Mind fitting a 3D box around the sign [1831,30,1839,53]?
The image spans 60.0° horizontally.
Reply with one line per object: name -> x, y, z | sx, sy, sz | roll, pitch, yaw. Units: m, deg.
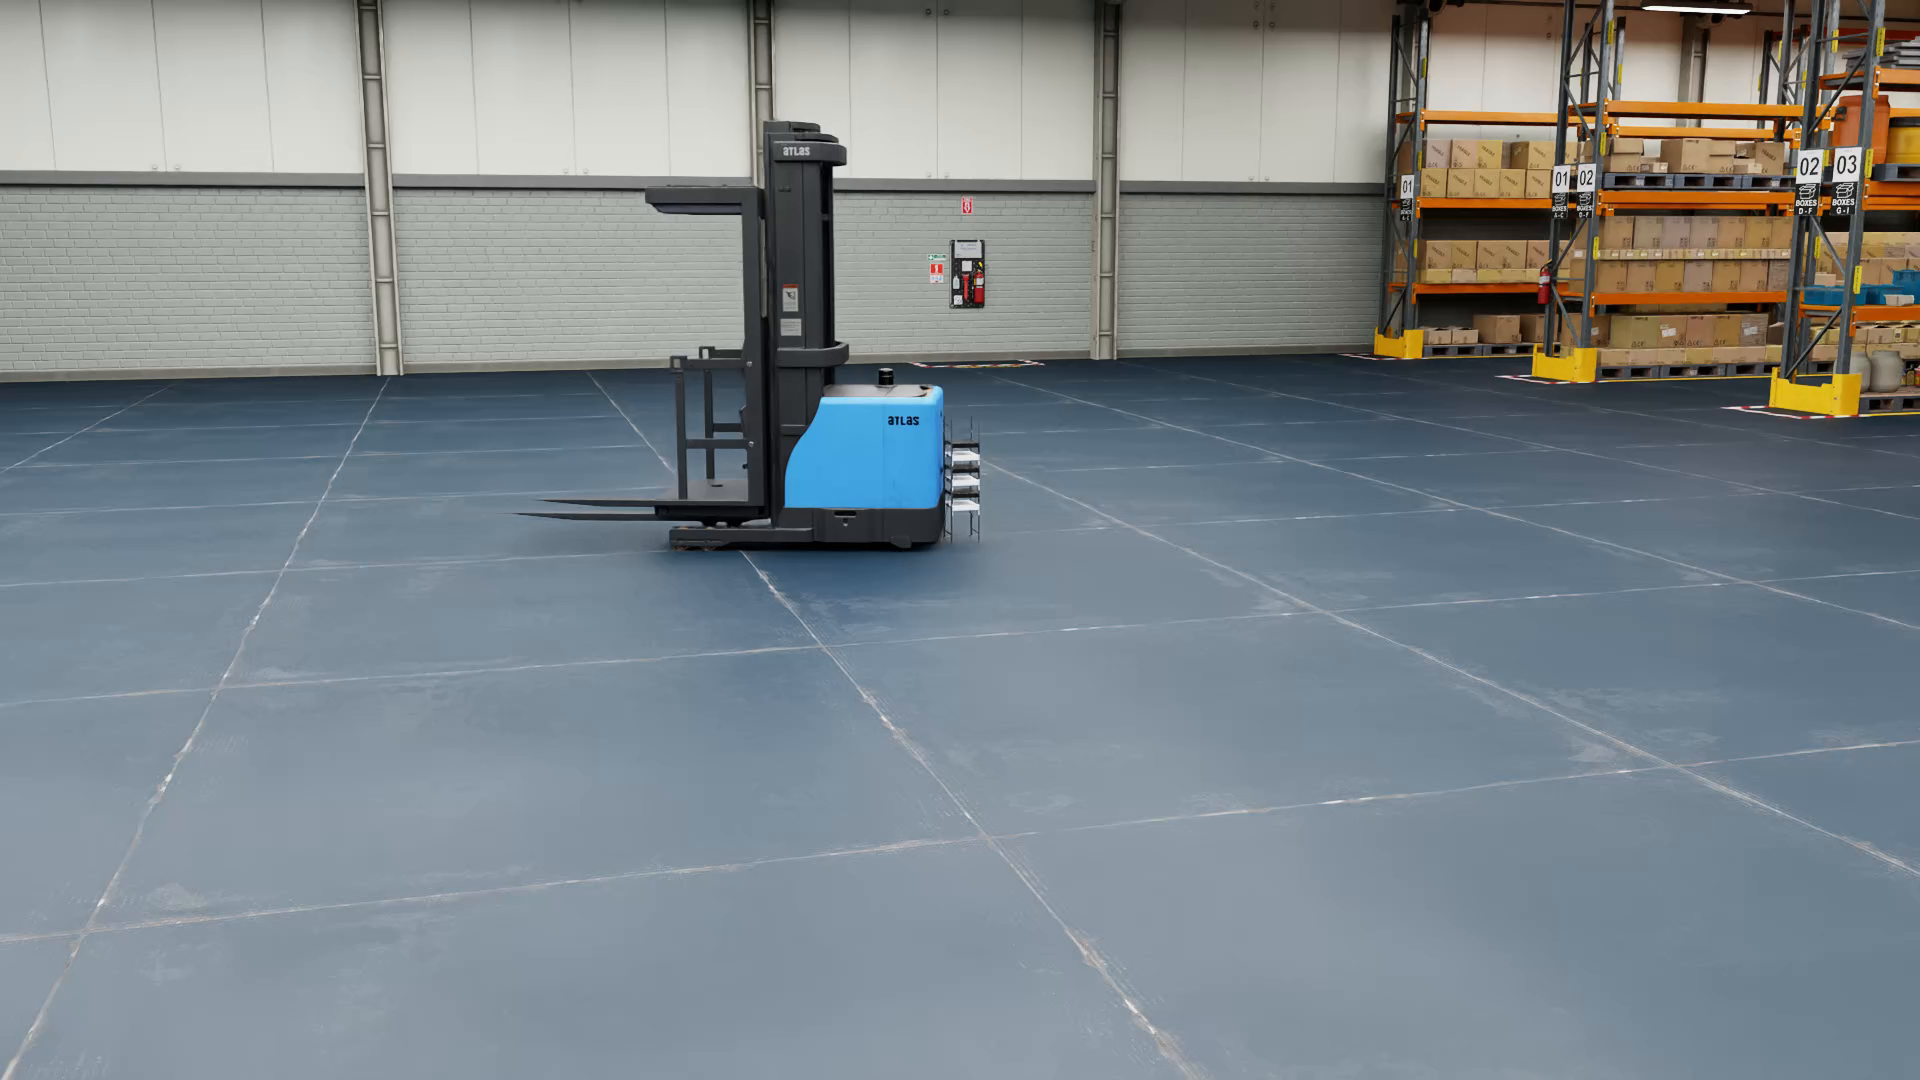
sign -> 13.233, -7.542, 25.145 | 0.005, 0.325, 0.100 | -3, 11, -16

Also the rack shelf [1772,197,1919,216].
rack shelf -> 15.022, -5.375, 26.661 | 4.000, 0.370, 1.077 | -3, 11, -16

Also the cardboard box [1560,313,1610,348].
cardboard box -> 9.693, -3.252, 25.790 | 0.500, 0.500, 0.500 | -3, 11, -16

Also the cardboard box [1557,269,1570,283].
cardboard box -> 10.863, -4.849, 30.461 | 0.500, 0.250, 0.500 | -3, 11, -16

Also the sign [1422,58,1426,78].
sign -> 8.024, -8.165, 28.748 | 0.005, 0.325, 0.100 | -3, 11, -16

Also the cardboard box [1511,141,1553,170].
cardboard box -> 10.286, -6.909, 29.914 | 0.500, 0.500, 0.500 | -3, 11, -18

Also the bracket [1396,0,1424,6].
bracket -> 8.004, -9.635, 29.586 | 0.430, 0.232, 0.235 | -3, 11, -16

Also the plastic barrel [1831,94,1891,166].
plastic barrel -> 11.073, -5.028, 20.445 | 0.708, 0.830, 0.600 | -3, 11, -16

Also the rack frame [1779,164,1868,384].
rack frame -> 10.642, -3.089, 20.540 | 0.127, 3.000, 1.000 | -3, 11, -16

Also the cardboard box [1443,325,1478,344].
cardboard box -> 9.110, -3.753, 30.360 | 0.500, 0.311, 0.500 | -2, 11, -11

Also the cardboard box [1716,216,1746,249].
cardboard box -> 11.711, -4.765, 25.786 | 0.500, 0.500, 0.700 | -3, 11, -16

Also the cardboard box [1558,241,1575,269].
cardboard box -> 10.868, -5.214, 30.374 | 0.500, 0.500, 0.500 | -3, 11, -16

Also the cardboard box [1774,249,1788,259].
cardboard box -> 12.662, -4.458, 25.907 | 0.250, 0.149, 0.380 | -3, 11, -17

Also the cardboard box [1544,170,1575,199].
cardboard box -> 10.808, -6.456, 30.213 | 0.500, 0.500, 0.500 | -4, 11, -21

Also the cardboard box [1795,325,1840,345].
cardboard box -> 13.568, -3.260, 26.356 | 0.500, 0.311, 0.500 | -3, 11, -16

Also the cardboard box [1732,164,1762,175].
cardboard box -> 12.020, -5.671, 25.429 | 0.250, 0.149, 0.380 | -3, 11, -16

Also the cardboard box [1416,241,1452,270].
cardboard box -> 8.415, -5.088, 29.686 | 0.500, 0.500, 0.500 | -3, 11, -16

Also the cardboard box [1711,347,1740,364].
cardboard box -> 11.759, -2.894, 25.915 | 0.500, 0.250, 0.500 | -3, 11, -16

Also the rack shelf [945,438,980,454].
rack shelf -> 0.011, -0.676, 11.924 | 0.200, 0.077, 0.258 | -3, 11, -14

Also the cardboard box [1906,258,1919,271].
cardboard box -> 15.336, -4.316, 26.932 | 0.500, 0.500, 0.500 | -4, 11, -19

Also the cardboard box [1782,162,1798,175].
cardboard box -> 15.995, -6.991, 31.959 | 0.500, 0.500, 0.700 | -4, 11, -20

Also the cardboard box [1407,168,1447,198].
cardboard box -> 8.264, -6.319, 29.468 | 0.500, 0.500, 0.500 | -3, 11, -14

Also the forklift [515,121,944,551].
forklift -> -1.644, -1.460, 11.882 | 3.031, 2.935, 1.130 | 0, 10, 3

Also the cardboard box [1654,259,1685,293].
cardboard box -> 10.694, -4.072, 25.605 | 0.500, 0.500, 0.700 | -3, 11, -16

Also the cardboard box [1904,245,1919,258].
cardboard box -> 18.535, -5.529, 32.641 | 0.500, 0.500, 0.500 | -3, 11, -15

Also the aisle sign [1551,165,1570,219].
aisle sign -> 9.116, -5.276, 25.242 | 0.004, 0.787, 0.394 | -3, 11, -16

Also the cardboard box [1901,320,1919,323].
cardboard box -> 15.855, -3.481, 27.559 | 0.500, 0.311, 0.500 | -3, 11, -17

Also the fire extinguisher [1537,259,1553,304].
fire extinguisher -> 9.018, -3.987, 25.631 | 0.183, 0.674, 0.296 | -3, 11, -16

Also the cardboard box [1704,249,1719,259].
cardboard box -> 11.427, -4.392, 25.550 | 0.250, 0.149, 0.380 | -3, 11, -14

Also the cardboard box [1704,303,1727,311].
cardboard box -> 14.312, -4.508, 31.868 | 0.500, 0.250, 0.500 | -3, 11, -15

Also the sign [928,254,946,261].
sign -> -0.394, -4.842, 28.499 | 0.331, 0.109, 0.001 | -3, 11, -16

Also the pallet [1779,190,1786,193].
pallet -> 16.157, -6.640, 32.067 | 1.003, 0.211, 1.213 | -2, 11, -13

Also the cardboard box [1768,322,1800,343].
cardboard box -> 13.410, -3.353, 26.860 | 0.500, 0.311, 0.500 | -3, 11, -16

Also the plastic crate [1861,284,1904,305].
plastic crate -> 11.664, -3.125, 21.147 | 0.408, 0.251, 0.499 | -3, 11, -16

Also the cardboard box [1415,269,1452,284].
cardboard box -> 8.430, -4.717, 29.741 | 0.500, 0.250, 0.500 | -3, 11, -18

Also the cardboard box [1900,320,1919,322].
cardboard box -> 18.807, -4.512, 33.049 | 0.750, 0.750, 0.750 | -3, 11, -15

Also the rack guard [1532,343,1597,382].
rack guard -> 9.238, -2.720, 25.438 | 0.348, 0.500, 1.175 | -3, 11, -16

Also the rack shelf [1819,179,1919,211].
rack shelf -> 12.562, -4.311, 20.883 | 4.000, 0.370, 1.077 | -3, 11, -16

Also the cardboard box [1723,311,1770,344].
cardboard box -> 12.569, -3.407, 26.629 | 0.500, 0.500, 0.500 | -3, 11, -16

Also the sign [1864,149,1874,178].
sign -> 10.791, -4.473, 19.747 | 0.005, 0.325, 0.100 | -3, 11, -16

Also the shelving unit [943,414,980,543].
shelving unit -> 0.011, -0.443, 11.967 | 0.210, 0.900, 0.258 | -3, 11, -14

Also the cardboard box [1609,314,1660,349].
cardboard box -> 10.318, -3.187, 25.438 | 0.500, 0.500, 0.500 | -3, 11, -16

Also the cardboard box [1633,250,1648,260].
cardboard box -> 10.191, -4.327, 25.197 | 0.250, 0.149, 0.380 | -3, 11, -16

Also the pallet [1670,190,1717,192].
pallet -> 13.331, -6.462, 31.097 | 1.003, 0.211, 1.213 | -3, 11, -16

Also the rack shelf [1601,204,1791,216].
rack shelf -> 13.634, -6.236, 31.338 | 4.000, 0.370, 1.077 | -3, 11, -16

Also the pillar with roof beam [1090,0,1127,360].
pillar with roof beam -> 3.746, -6.895, 24.647 | 0.548, 9.000, 9.100 | -3, 11, -16

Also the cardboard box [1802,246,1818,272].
cardboard box -> 16.092, -5.401, 31.948 | 0.500, 0.500, 0.500 | -3, 11, -14

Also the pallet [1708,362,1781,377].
pallet -> 12.326, -2.748, 26.391 | 1.213, 0.211, 1.003 | -3, 11, -16

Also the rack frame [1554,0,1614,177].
rack frame -> 9.261, -6.901, 24.675 | 0.127, 3.000, 1.000 | -3, 11, -16

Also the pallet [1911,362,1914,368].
pallet -> 16.141, -2.949, 27.480 | 1.213, 0.211, 1.003 | -3, 11, -16

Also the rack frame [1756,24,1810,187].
rack frame -> 15.554, -8.166, 31.551 | 0.127, 3.000, 1.000 | -3, 11, -16

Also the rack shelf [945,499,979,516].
rack shelf -> 0.012, -0.233, 12.005 | 0.200, 0.077, 0.258 | -3, 11, -14

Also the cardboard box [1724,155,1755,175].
cardboard box -> 12.026, -5.852, 25.966 | 0.500, 0.311, 0.500 | -4, 11, -19

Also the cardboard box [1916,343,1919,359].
cardboard box -> 15.528, -3.089, 26.973 | 0.500, 0.250, 0.500 | -3, 11, -15

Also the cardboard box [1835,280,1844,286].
cardboard box -> 14.009, -4.038, 26.391 | 0.250, 0.149, 0.380 | -3, 11, -16
